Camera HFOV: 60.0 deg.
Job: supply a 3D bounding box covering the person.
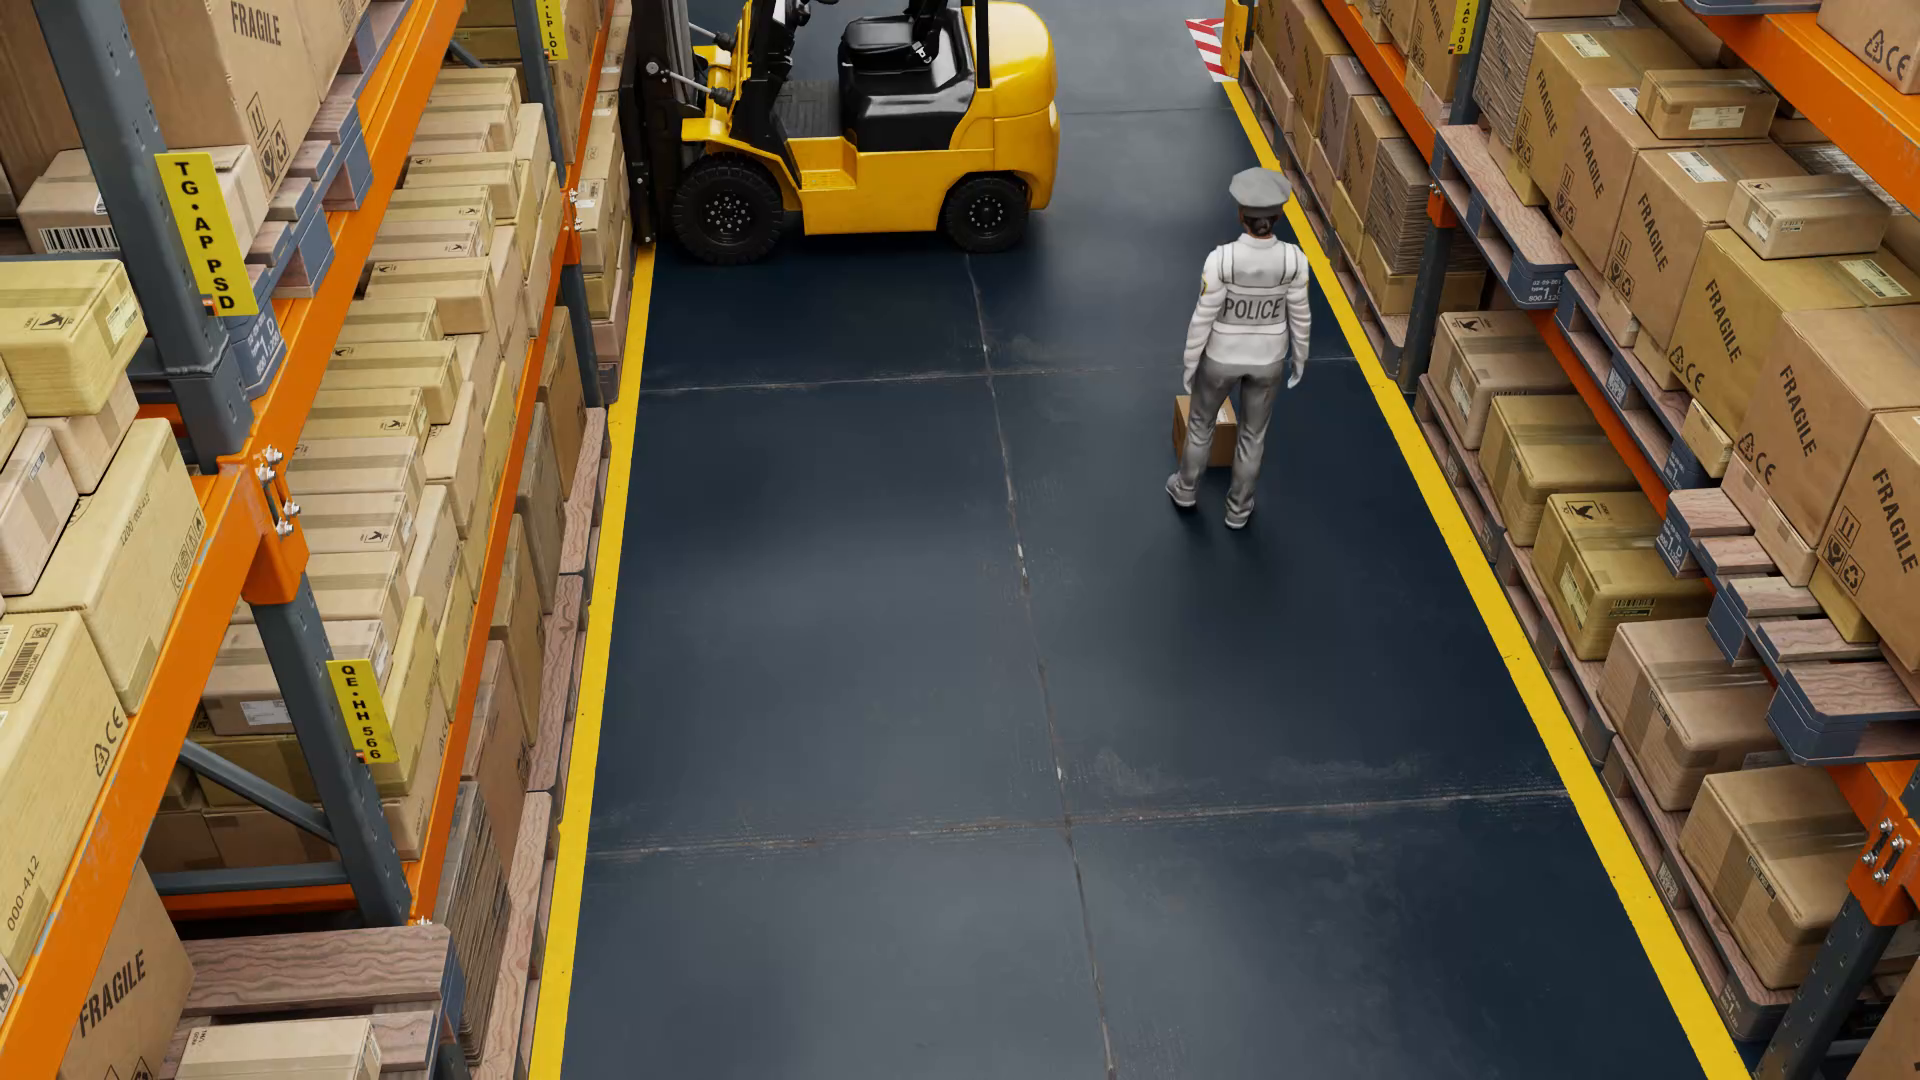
[{"bbox_3d":[1.212,-0.798,7.128,0.537,1.694,0.443,1,39,1],"label":"person"}]
